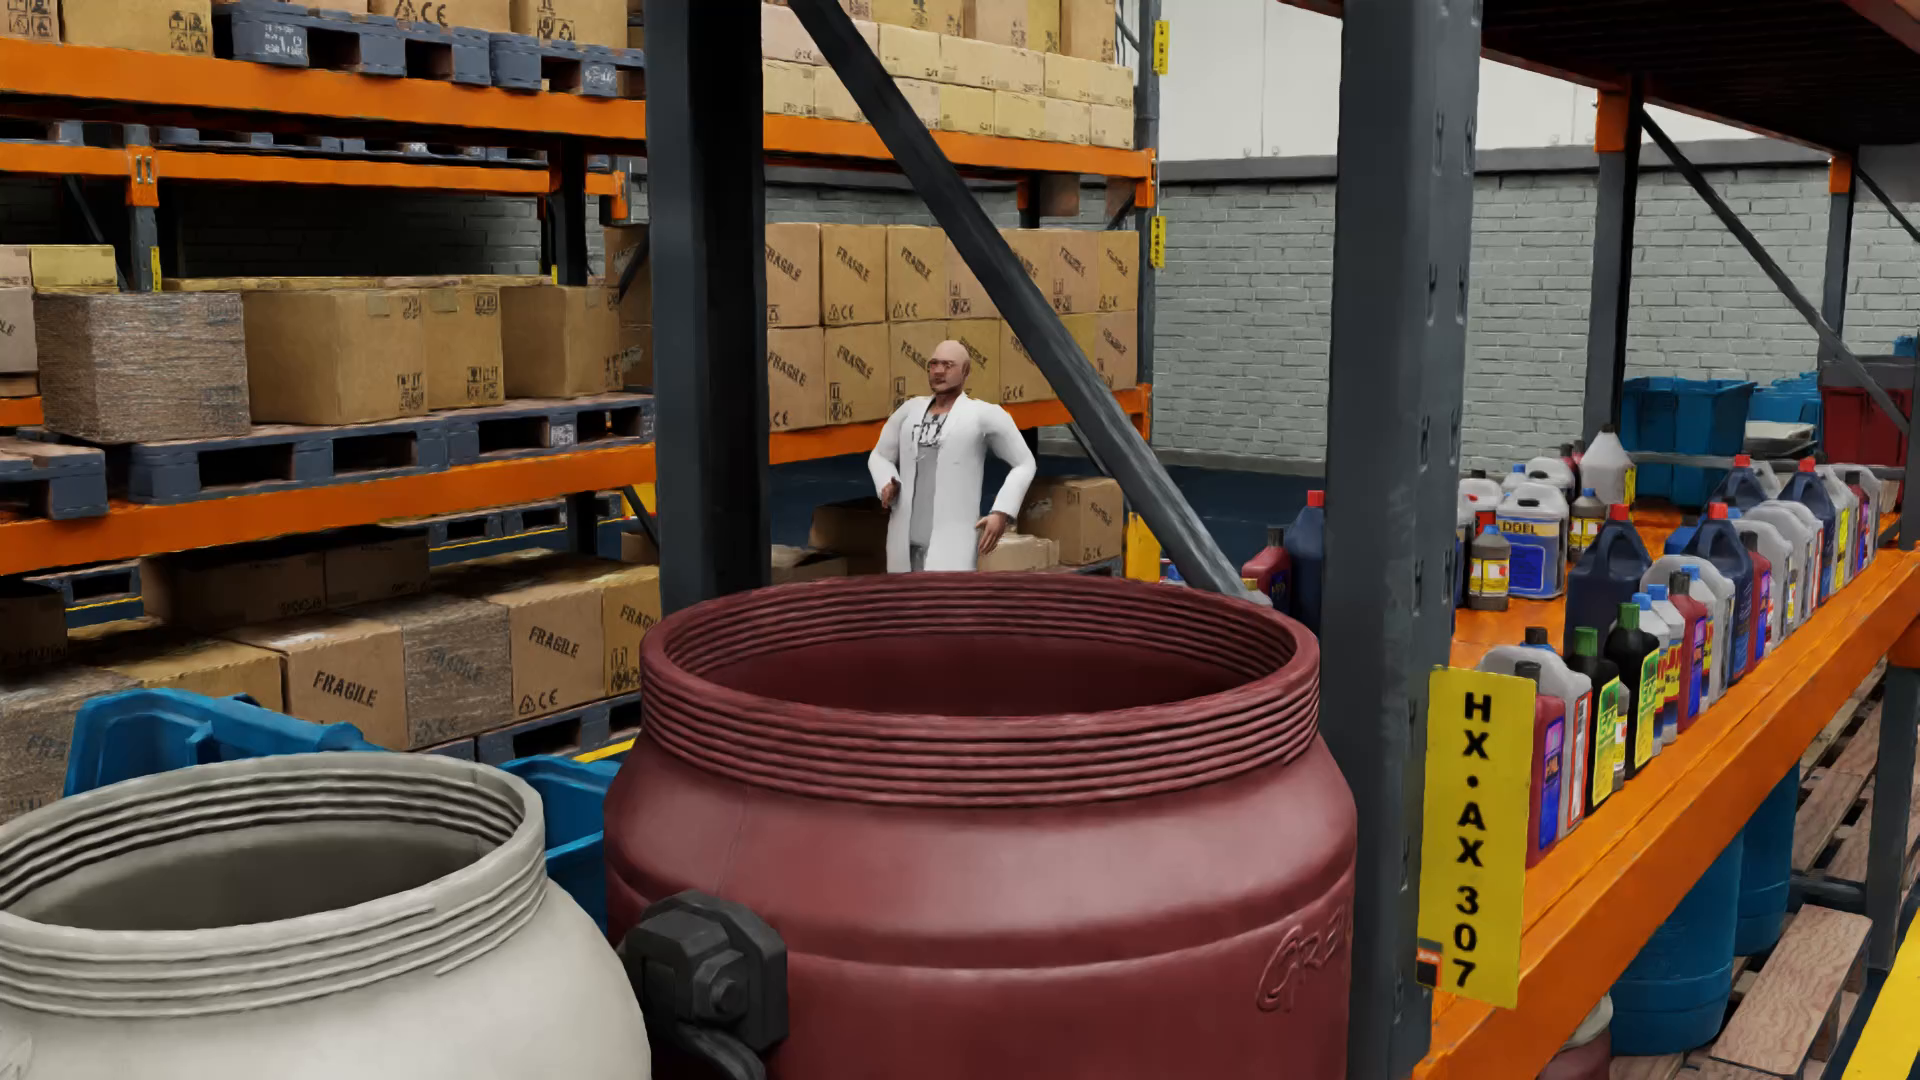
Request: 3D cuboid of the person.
[{"bbox_3d":[-0.144,0.036,7.299,0.760,1.779,0.782,5,11,26],"label":"person"}]
